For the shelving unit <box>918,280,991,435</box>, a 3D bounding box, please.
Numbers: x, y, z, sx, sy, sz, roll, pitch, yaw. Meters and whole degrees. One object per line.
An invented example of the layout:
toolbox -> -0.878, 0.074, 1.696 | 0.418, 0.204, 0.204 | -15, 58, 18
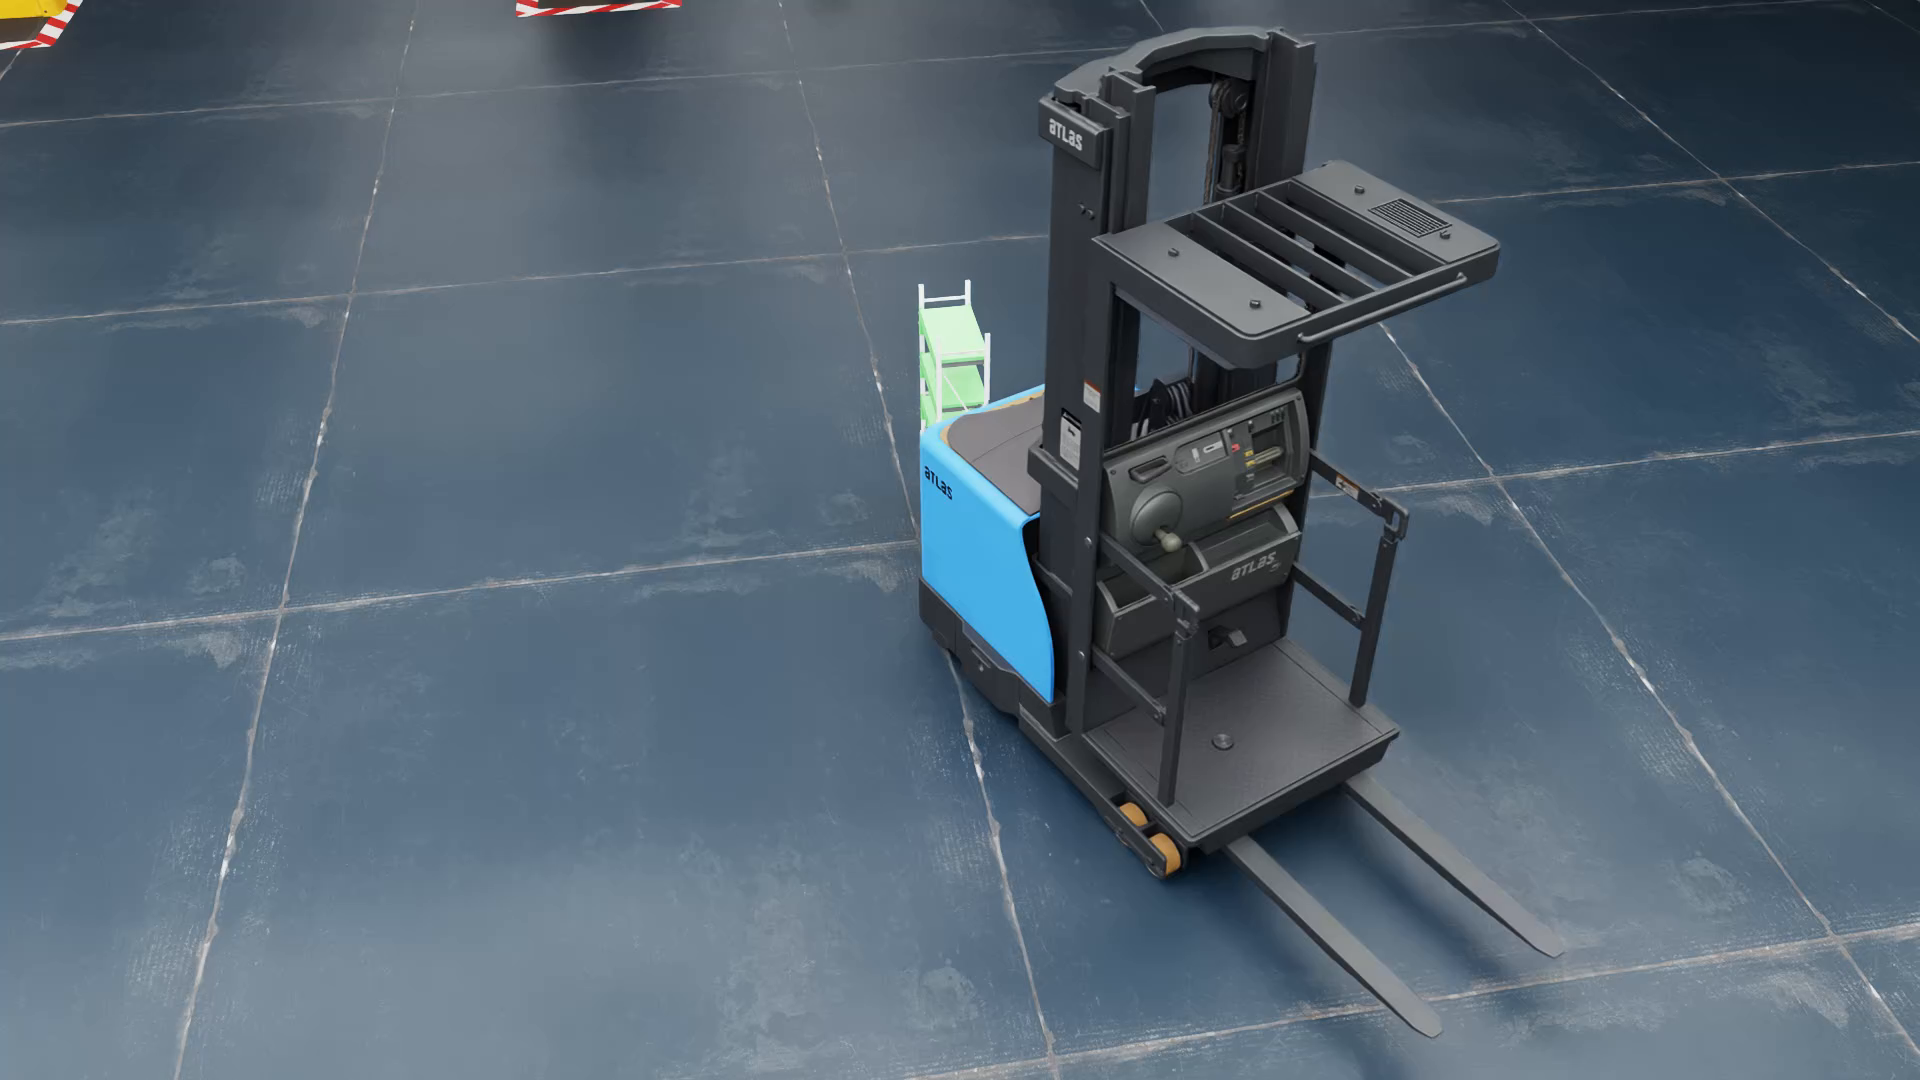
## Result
shelving unit -> -0.029, -0.574, 7.911 | 0.258, 1.200, 0.503 | -6, 38, -8

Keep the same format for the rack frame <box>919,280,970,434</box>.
rack frame -> -0.072, -0.721, 8.100 | 0.240, 1.200, 0.015 | -6, 38, -8

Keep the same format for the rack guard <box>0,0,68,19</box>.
rack guard -> -8.032, -4.561, 13.613 | 1.175, 0.500, 0.348 | -6, 38, -8

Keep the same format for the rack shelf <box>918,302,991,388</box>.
rack shelf -> -0.029, -0.902, 7.655 | 0.258, 0.148, 0.480 | -6, 38, -8

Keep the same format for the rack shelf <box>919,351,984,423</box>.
rack shelf -> -0.029, -0.713, 7.802 | 0.258, 0.148, 0.480 | -6, 38, -8

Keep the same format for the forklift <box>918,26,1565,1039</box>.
forklift -> 1.042, -0.185, 5.999 | 1.130, 2.935, 3.031 | -22, 43, -26

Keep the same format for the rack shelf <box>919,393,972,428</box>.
rack shelf -> -0.029, -0.523, 7.950 | 0.258, 0.148, 0.480 | -6, 38, -8

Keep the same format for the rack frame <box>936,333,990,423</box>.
rack frame -> 0.014, -0.426, 7.721 | 0.240, 1.200, 0.015 | -6, 38, -8
